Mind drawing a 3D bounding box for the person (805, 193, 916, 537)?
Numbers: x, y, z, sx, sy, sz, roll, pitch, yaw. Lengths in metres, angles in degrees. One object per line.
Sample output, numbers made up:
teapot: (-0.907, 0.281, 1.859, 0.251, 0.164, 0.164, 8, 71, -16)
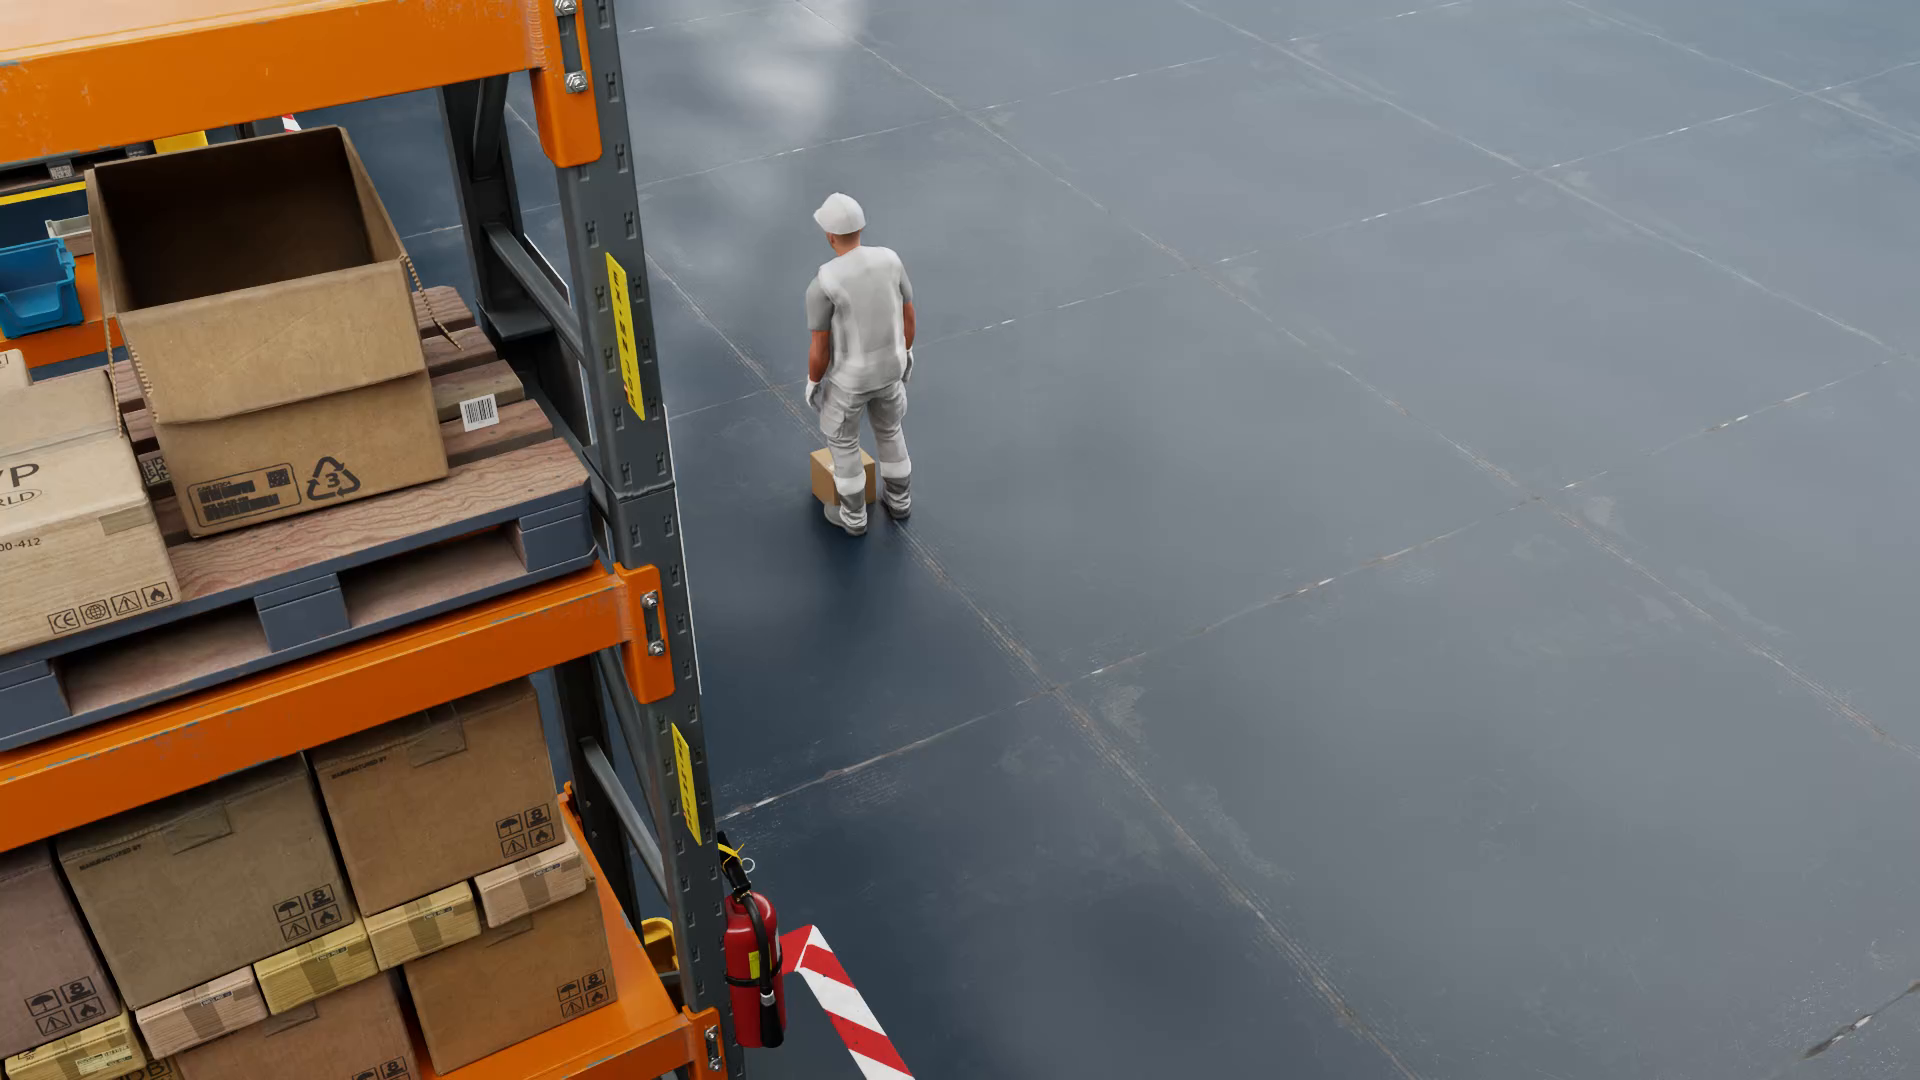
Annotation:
person: (-0.485, -0.824, 8.033, 0.609, 1.777, 0.453, -21, 41, -26)
